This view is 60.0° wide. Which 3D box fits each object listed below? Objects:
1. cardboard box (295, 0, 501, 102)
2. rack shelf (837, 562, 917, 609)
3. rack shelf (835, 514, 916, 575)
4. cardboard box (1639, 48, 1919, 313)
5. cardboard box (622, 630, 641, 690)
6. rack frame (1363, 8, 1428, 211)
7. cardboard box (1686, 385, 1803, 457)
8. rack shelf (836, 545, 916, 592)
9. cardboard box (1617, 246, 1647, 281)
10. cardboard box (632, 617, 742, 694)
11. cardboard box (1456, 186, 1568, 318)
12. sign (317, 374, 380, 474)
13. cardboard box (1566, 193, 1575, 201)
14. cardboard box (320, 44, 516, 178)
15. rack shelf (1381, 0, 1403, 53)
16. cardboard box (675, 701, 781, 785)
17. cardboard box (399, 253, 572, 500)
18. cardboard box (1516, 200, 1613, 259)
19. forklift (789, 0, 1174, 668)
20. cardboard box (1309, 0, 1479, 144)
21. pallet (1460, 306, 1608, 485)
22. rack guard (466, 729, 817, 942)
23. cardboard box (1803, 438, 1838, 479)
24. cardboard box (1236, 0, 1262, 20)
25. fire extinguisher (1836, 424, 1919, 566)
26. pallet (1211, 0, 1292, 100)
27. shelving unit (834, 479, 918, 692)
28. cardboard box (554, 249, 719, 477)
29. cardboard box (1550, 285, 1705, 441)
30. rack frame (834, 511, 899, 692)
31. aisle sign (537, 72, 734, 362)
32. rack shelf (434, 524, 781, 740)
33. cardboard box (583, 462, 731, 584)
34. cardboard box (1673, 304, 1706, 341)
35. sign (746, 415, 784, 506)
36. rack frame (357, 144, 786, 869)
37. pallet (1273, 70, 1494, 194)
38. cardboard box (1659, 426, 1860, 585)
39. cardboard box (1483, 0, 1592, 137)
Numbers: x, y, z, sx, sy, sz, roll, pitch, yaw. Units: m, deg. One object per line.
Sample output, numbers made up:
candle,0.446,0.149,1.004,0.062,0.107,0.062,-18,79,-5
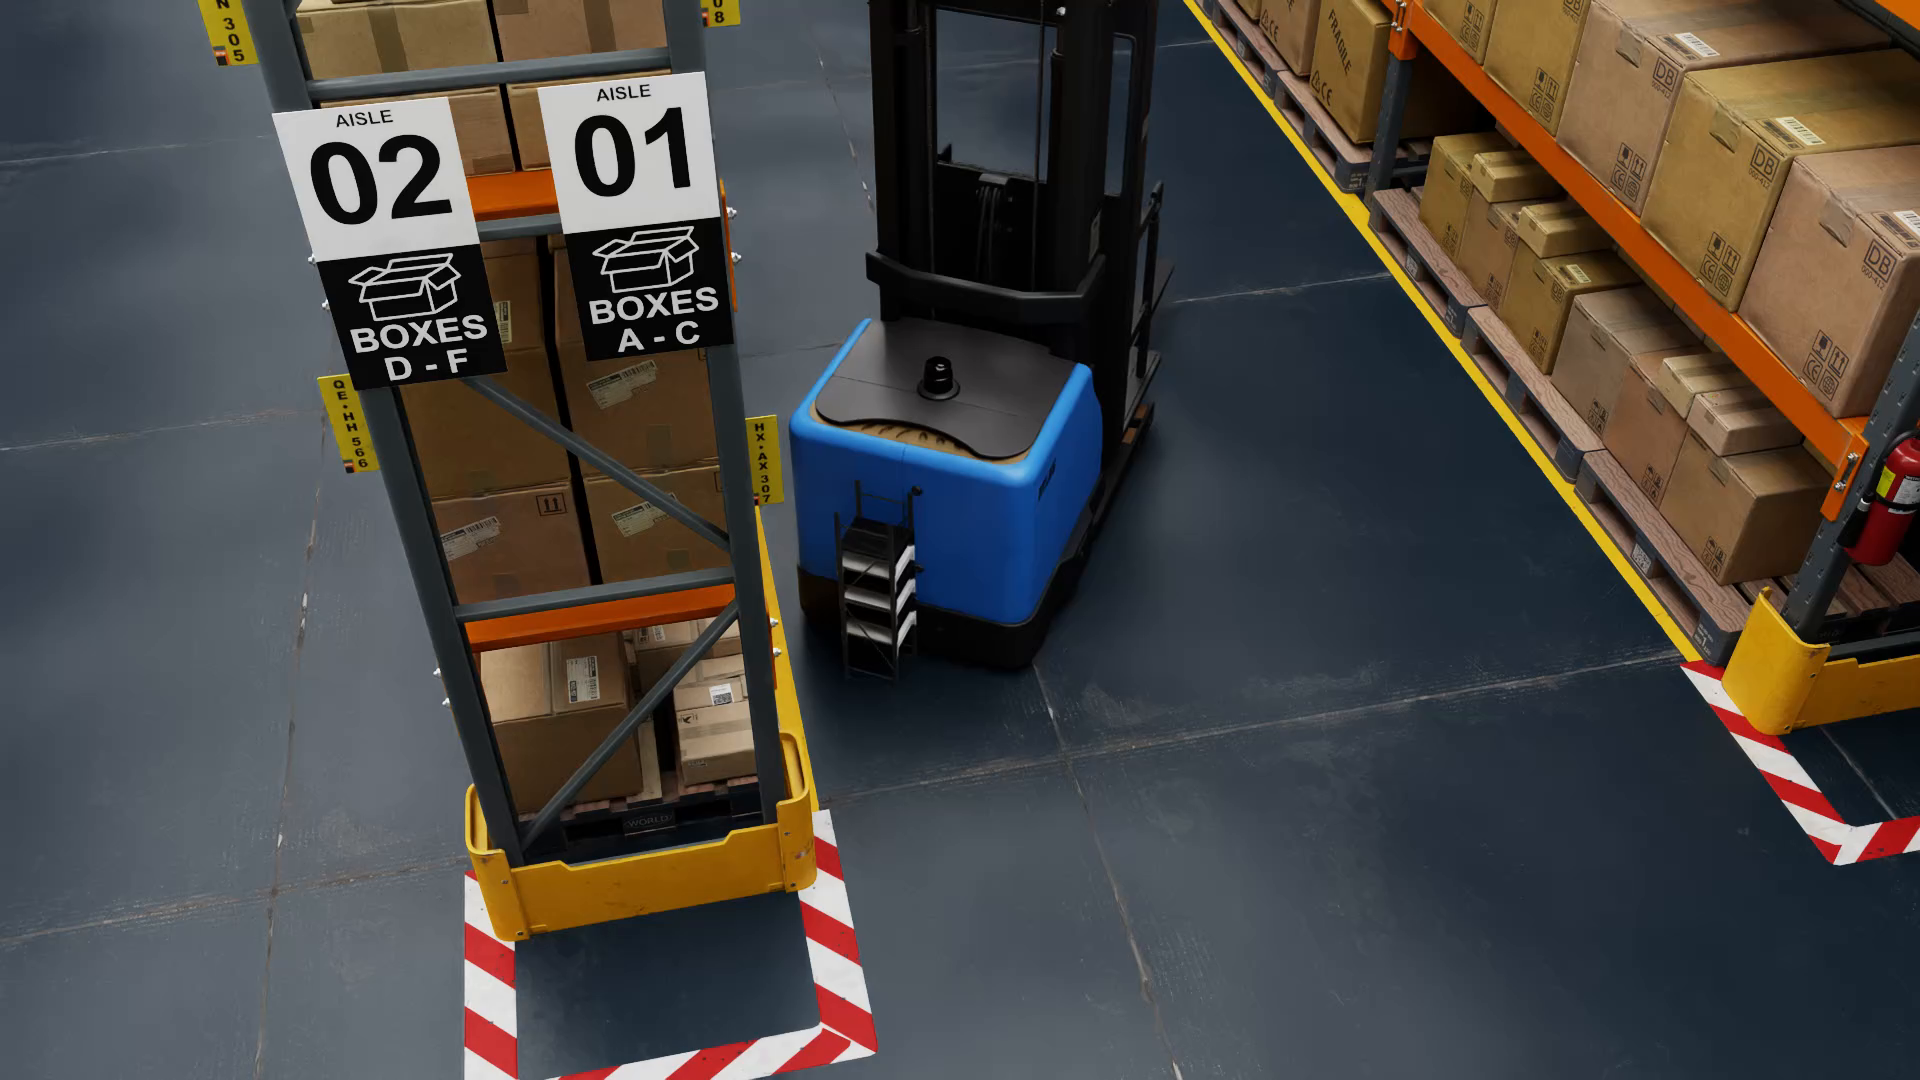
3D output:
cardboard box,-1.466,-1.378,4.301,0.500,0.250,0.500,-8,42,-9
rack shelf,-0.329,0.152,6.597,0.258,0.077,0.200,14,43,15
rack shelf,-0.329,0.017,6.478,0.258,0.077,0.200,14,43,15
cardboard box,3.442,-1.452,6.682,0.980,0.700,0.700,-9,42,-10
cardboard box,-1.464,0.474,6.541,0.380,0.166,0.250,-8,42,-9
rack frame,2.867,-3.134,8.803,1.000,3.000,0.127,-8,42,-9
cardboard box,3.276,-0.502,6.916,0.380,0.149,0.250,-9,42,-10
rack shelf,-0.329,0.085,6.538,0.258,0.077,0.200,14,43,15
cardboard box,3.374,-1.379,7.903,0.380,0.149,0.250,-9,42,-10
cardboard box,-1.054,0.318,6.654,0.500,0.250,0.500,-8,42,-9
cardboard box,3.033,-1.531,8.563,0.700,0.500,0.500,-9,42,-10
sign,-1.652,-0.314,4.515,0.100,0.325,0.005,-8,42,-9
cardboard box,3.264,-1.710,8.276,0.380,0.149,0.250,-10,42,-11
cardboard box,-1.474,-1.190,4.466,0.500,0.250,0.500,-8,42,-9
rack shelf,2.435,-4.161,10.502,1.077,0.370,4.000,-8,42,-9
cardboard box,-0.861,0.752,6.241,0.380,0.149,0.250,-8,42,-9
cardboard box,-1.471,-0.489,4.995,0.500,0.500,0.500,-9,42,-10
cardboard box,2.936,-1.513,8.054,0.380,0.149,0.250,-9,42,-11
forklift,0.301,-1.559,7.081,1.130,2.935,3.031,14,43,15
cardboard box,2.599,-2.890,9.831,0.750,0.750,0.750,-8,42,-9
pallet,3.221,-0.795,8.268,1.003,0.211,1.213,-8,42,-9
rack guard,-1.123,1.057,5.965,1.175,0.500,0.348,-8,42,-9
cardboard box,3.703,-0.393,6.793,0.380,0.149,0.250,-8,42,-9
cardboard box,2.217,-4.016,11.099,0.750,0.750,0.750,-9,42,-9
fire extinguisher,3.312,-0.209,5.847,0.296,0.674,0.183,-8,42,-9
pallet,2.360,-3.373,11.172,1.003,0.211,1.213,-8,42,-9
shelving unit,-0.329,0.194,6.635,0.258,0.900,0.210,14,43,15
cardboard box,-0.944,-0.566,5.081,0.500,0.500,0.500,-7,42,-8
cardboard box,3.264,-0.853,7.800,0.700,0.500,0.500,-10,42,-11
rack frame,-0.364,0.258,6.564,0.240,0.900,0.006,14,43,15
aisle sign,-0.805,-0.799,4.214,0.394,0.787,0.004,-8,42,-9
rack shelf,-1.538,-0.856,6.779,1.077,0.370,4.000,-8,42,-9
cardboard box,-0.944,-0.192,5.413,0.500,0.500,0.500,-8,42,-8
cardboard box,3.484,-1.048,7.531,0.380,0.149,0.250,-8,42,-9
sign,-0.576,-0.230,4.880,0.100,0.325,0.005,-8,42,-9
rack frame,-1.106,0.171,5.079,1.000,3.000,0.127,-8,42,-9
pallet,2.626,-2.580,10.280,1.003,0.211,1.213,-8,42,-9
cardboard box,3.481,-0.203,7.067,0.700,0.500,0.500,-8,42,-9
cardboard box,3.120,-2.418,7.770,0.980,0.700,0.700,-9,42,-10
